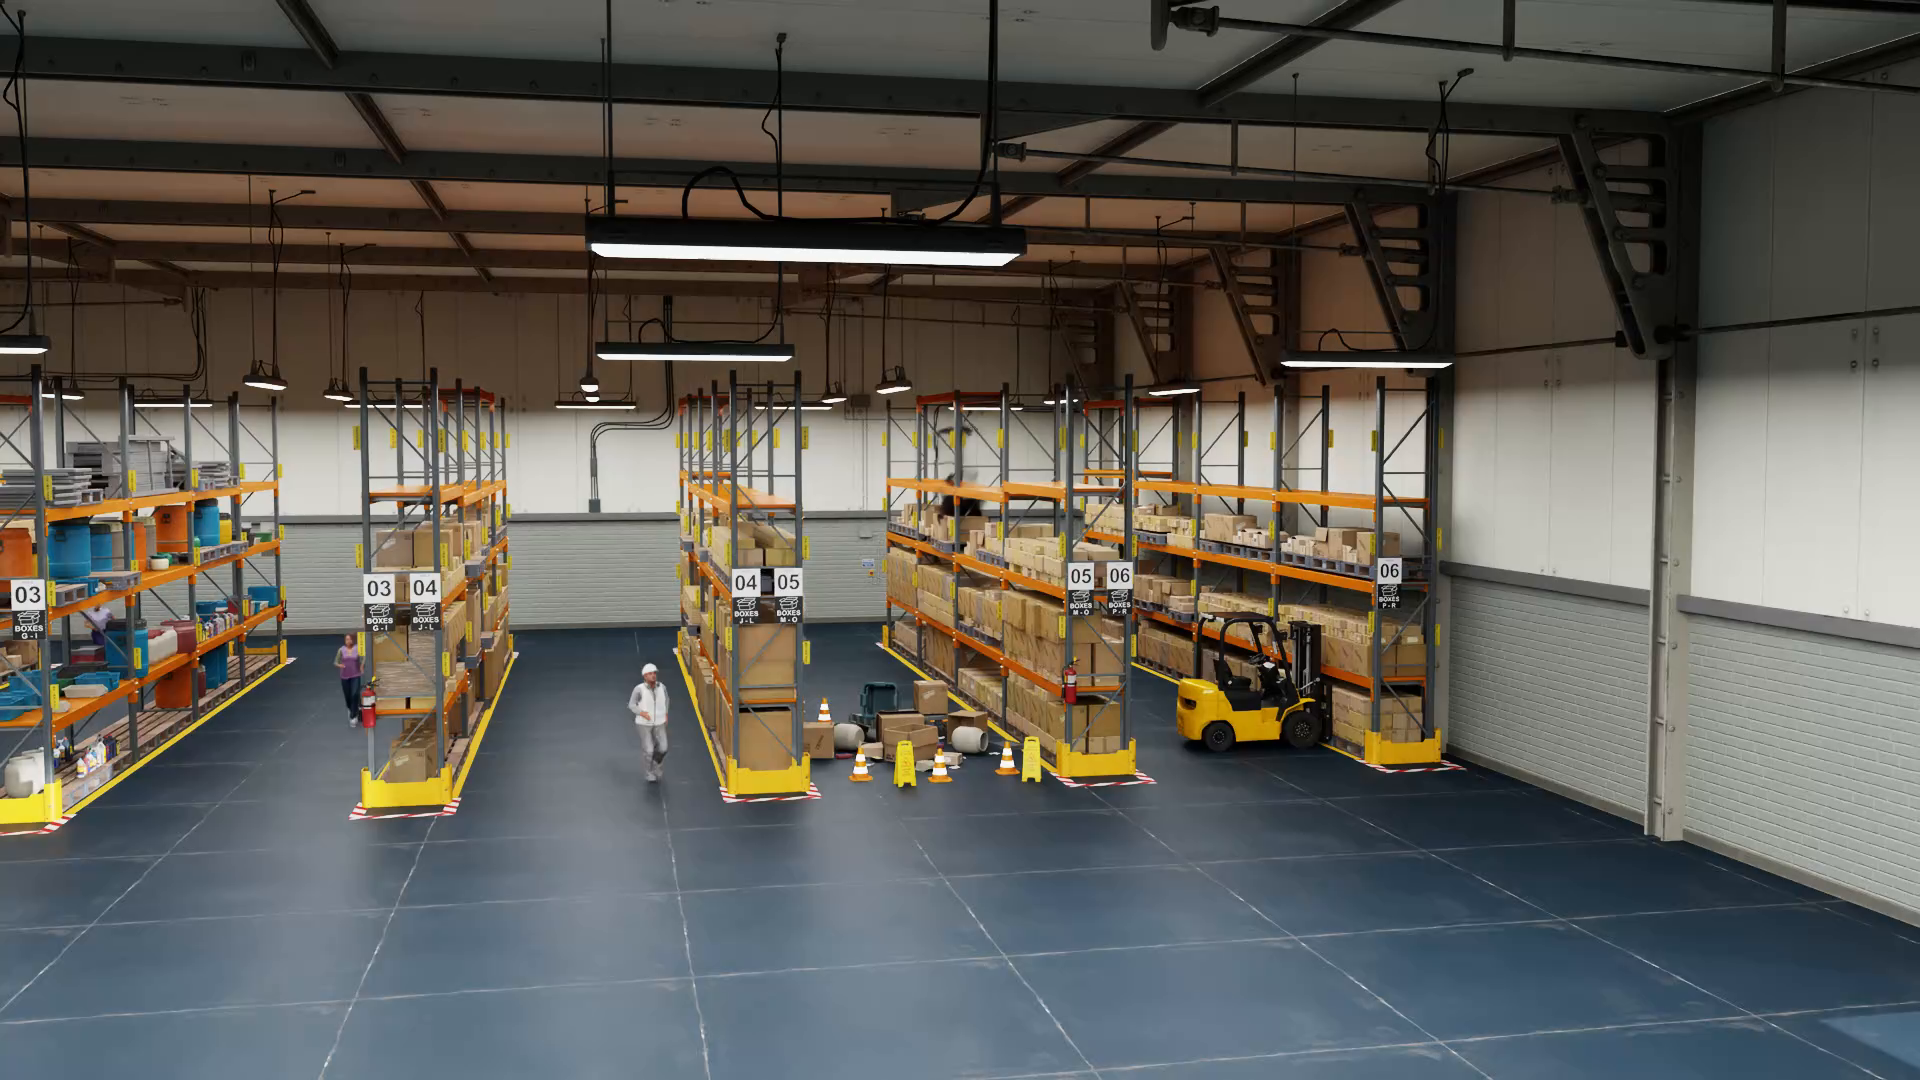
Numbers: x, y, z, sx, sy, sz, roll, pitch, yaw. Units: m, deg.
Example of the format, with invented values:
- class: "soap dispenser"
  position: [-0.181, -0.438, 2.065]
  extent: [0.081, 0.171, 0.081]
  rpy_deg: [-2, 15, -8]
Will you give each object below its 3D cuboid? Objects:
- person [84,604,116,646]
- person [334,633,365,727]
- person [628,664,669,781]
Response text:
- class: "person"
  position: [-18.694, 2.065, 36.208]
  extent: [0.668, 1.584, 0.499]
  rpy_deg: [-2, 4, -26]
- class: "person"
  position: [-10.769, 2.444, 29.378]
  extent: [0.536, 1.609, 0.875]
  rpy_deg: [-1, 4, -17]
- class: "person"
  position: [-4.510, 2.678, 24.341]
  extent: [0.658, 1.733, 0.579]
  rpy_deg: [-2, 4, -27]
